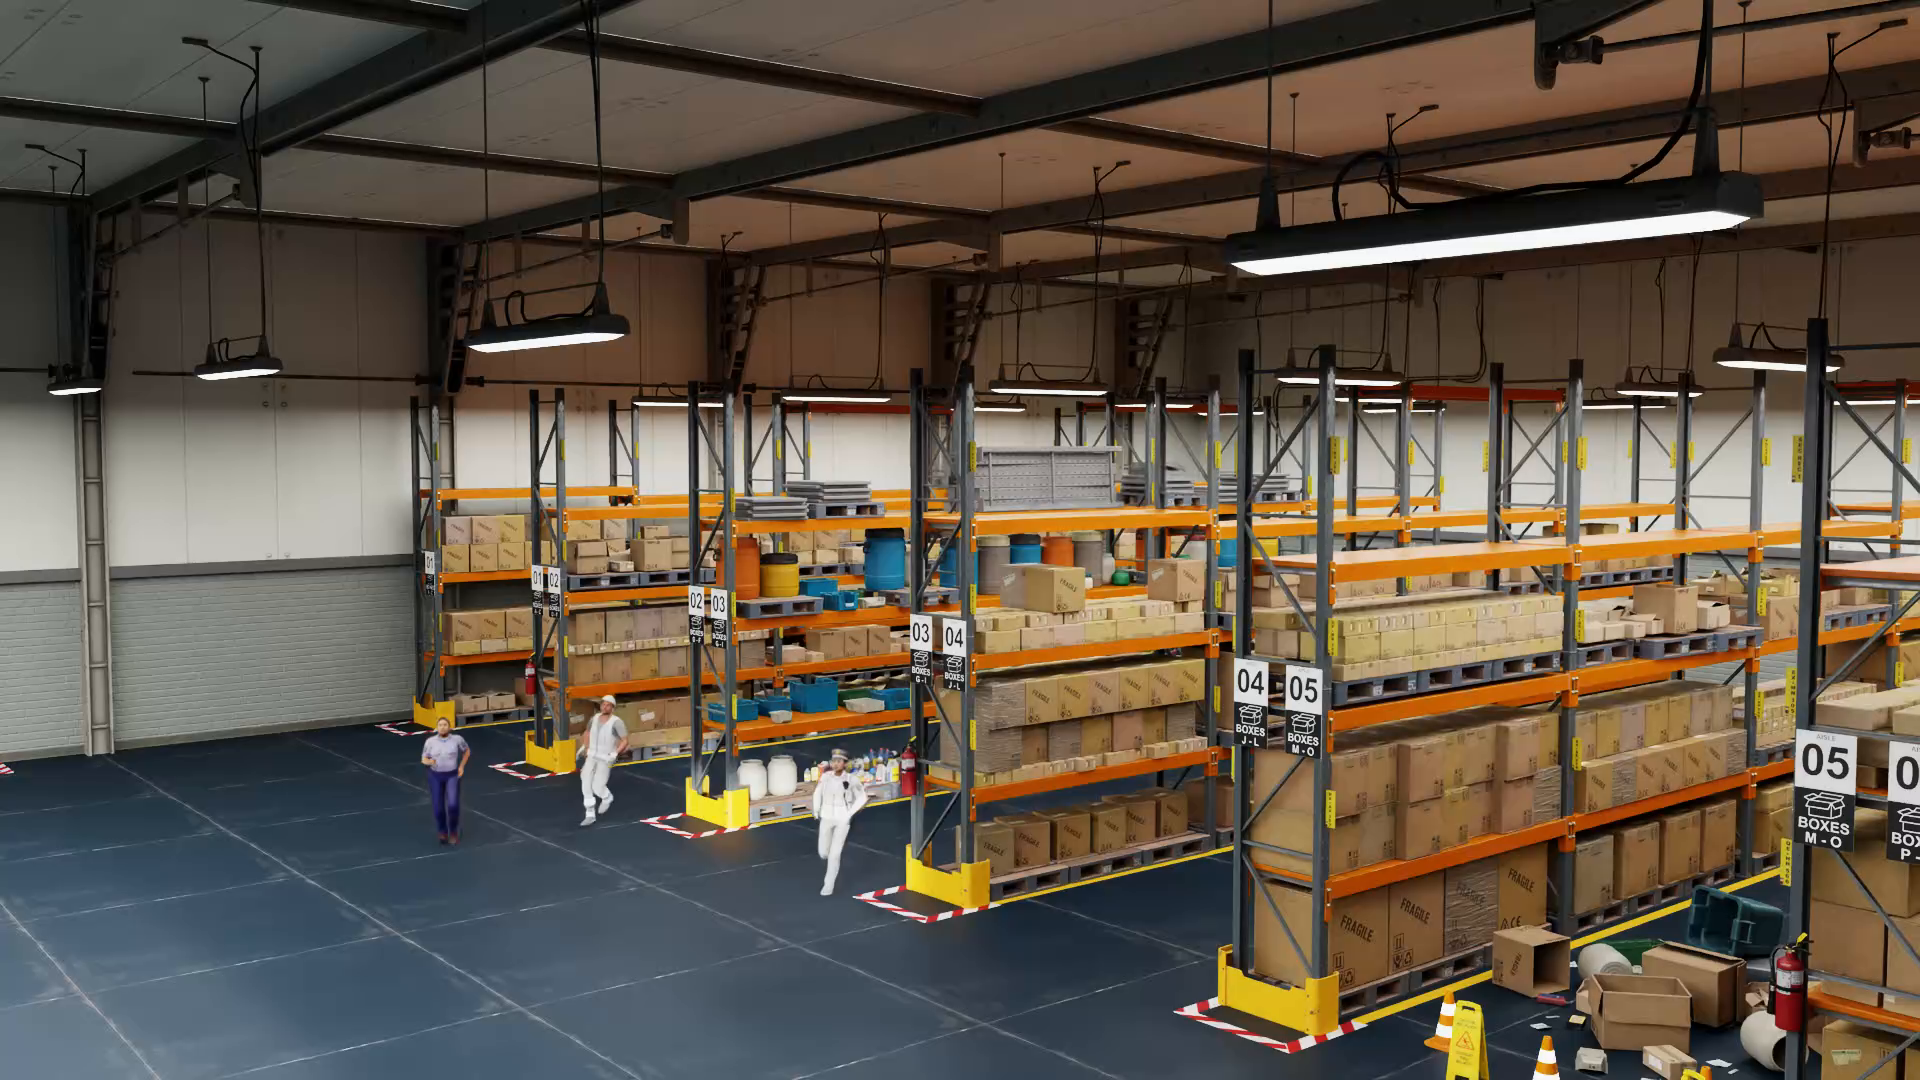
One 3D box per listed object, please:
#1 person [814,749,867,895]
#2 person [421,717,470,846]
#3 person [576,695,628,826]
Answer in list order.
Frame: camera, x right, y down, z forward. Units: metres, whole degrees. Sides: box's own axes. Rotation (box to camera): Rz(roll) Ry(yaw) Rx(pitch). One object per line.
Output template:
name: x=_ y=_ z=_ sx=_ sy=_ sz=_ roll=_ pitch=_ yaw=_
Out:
person: x=-1.386 y=3.214 z=19.197 sx=0.637 sy=1.667 sz=0.631 roll=1 pitch=3 yaw=15
person: x=-6.590 y=3.101 z=21.291 sx=0.585 sy=1.669 sz=0.643 roll=-1 pitch=3 yaw=-12
person: x=-4.864 y=2.975 z=22.565 sx=0.719 sy=1.745 sz=0.647 roll=1 pitch=4 yaw=21
